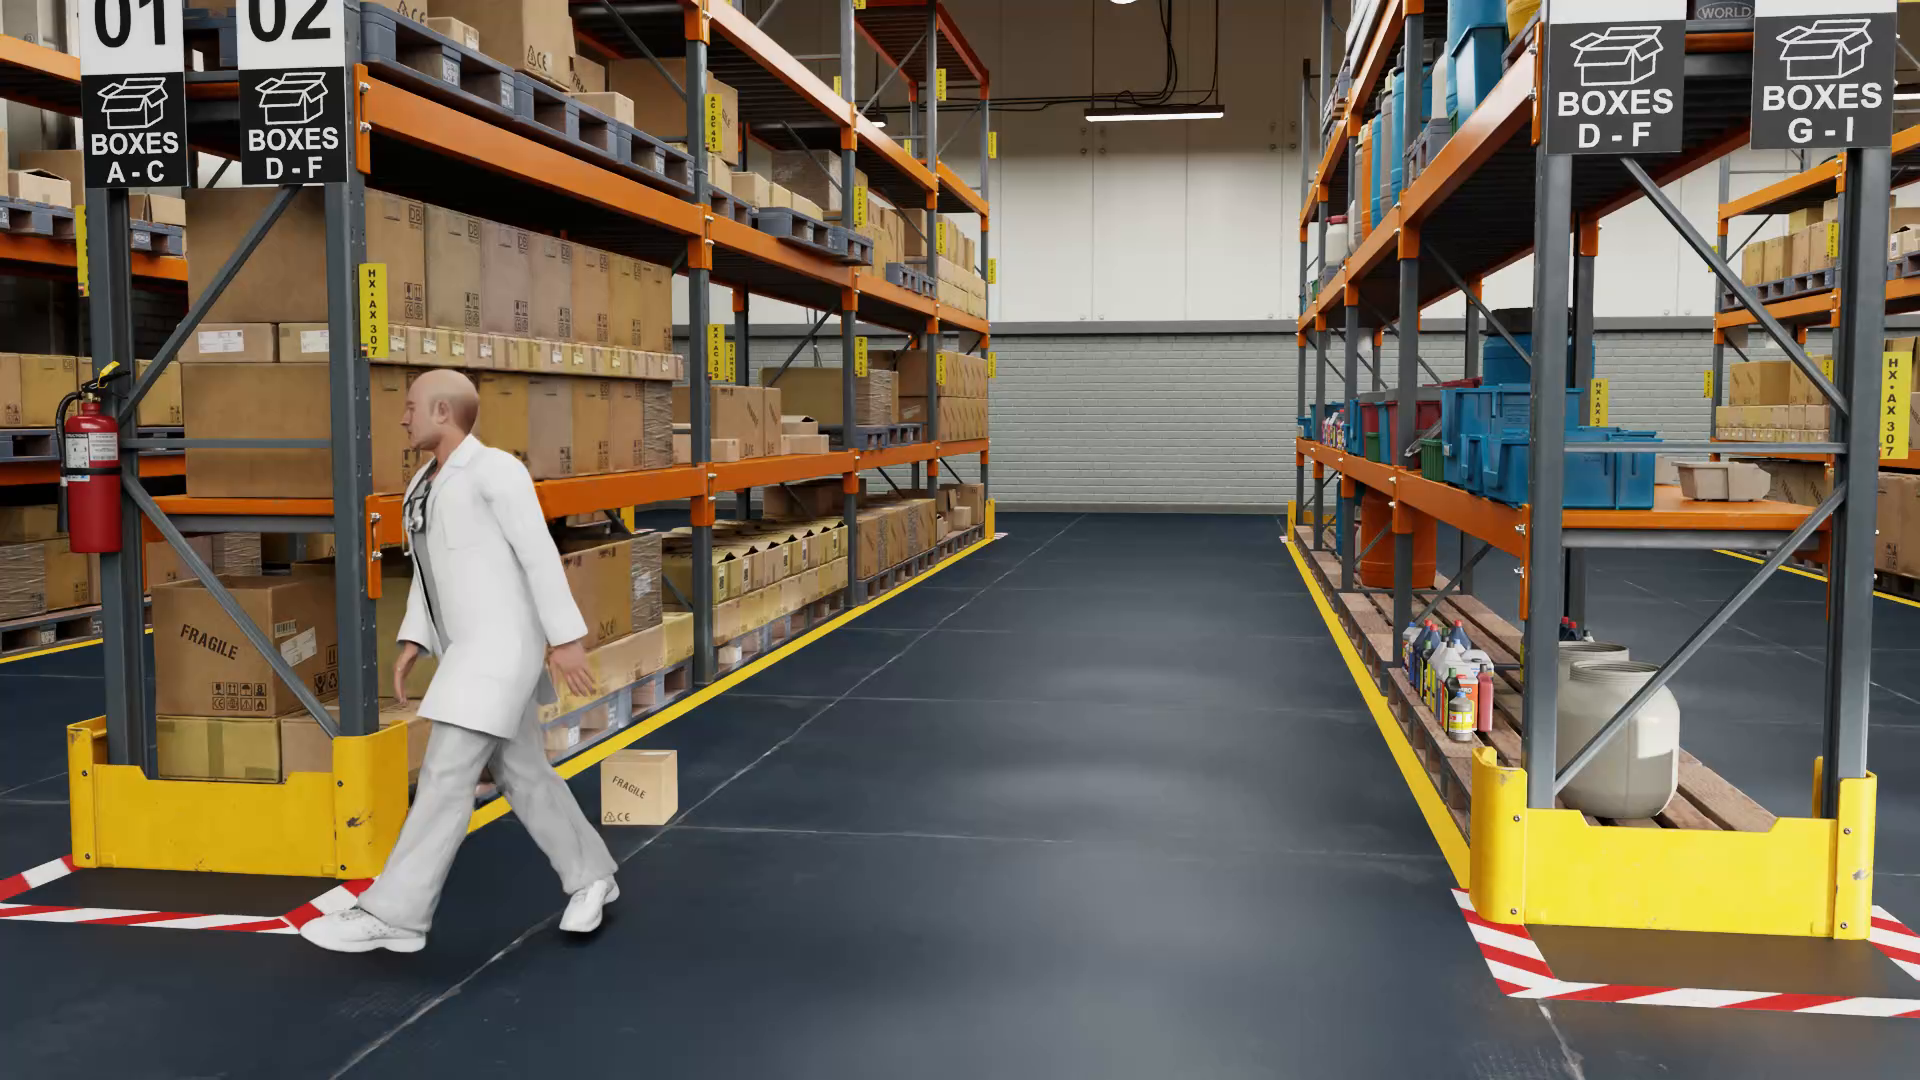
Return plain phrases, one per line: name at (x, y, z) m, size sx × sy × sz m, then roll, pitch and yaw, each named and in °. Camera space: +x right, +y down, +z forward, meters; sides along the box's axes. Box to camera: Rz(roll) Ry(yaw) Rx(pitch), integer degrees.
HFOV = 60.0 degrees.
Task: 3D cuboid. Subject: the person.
person at (-1.524, 0.347, 5.039) m, size 1.014 × 1.725 × 0.614 m, roll -4°, pitch 6°, yaw -39°
